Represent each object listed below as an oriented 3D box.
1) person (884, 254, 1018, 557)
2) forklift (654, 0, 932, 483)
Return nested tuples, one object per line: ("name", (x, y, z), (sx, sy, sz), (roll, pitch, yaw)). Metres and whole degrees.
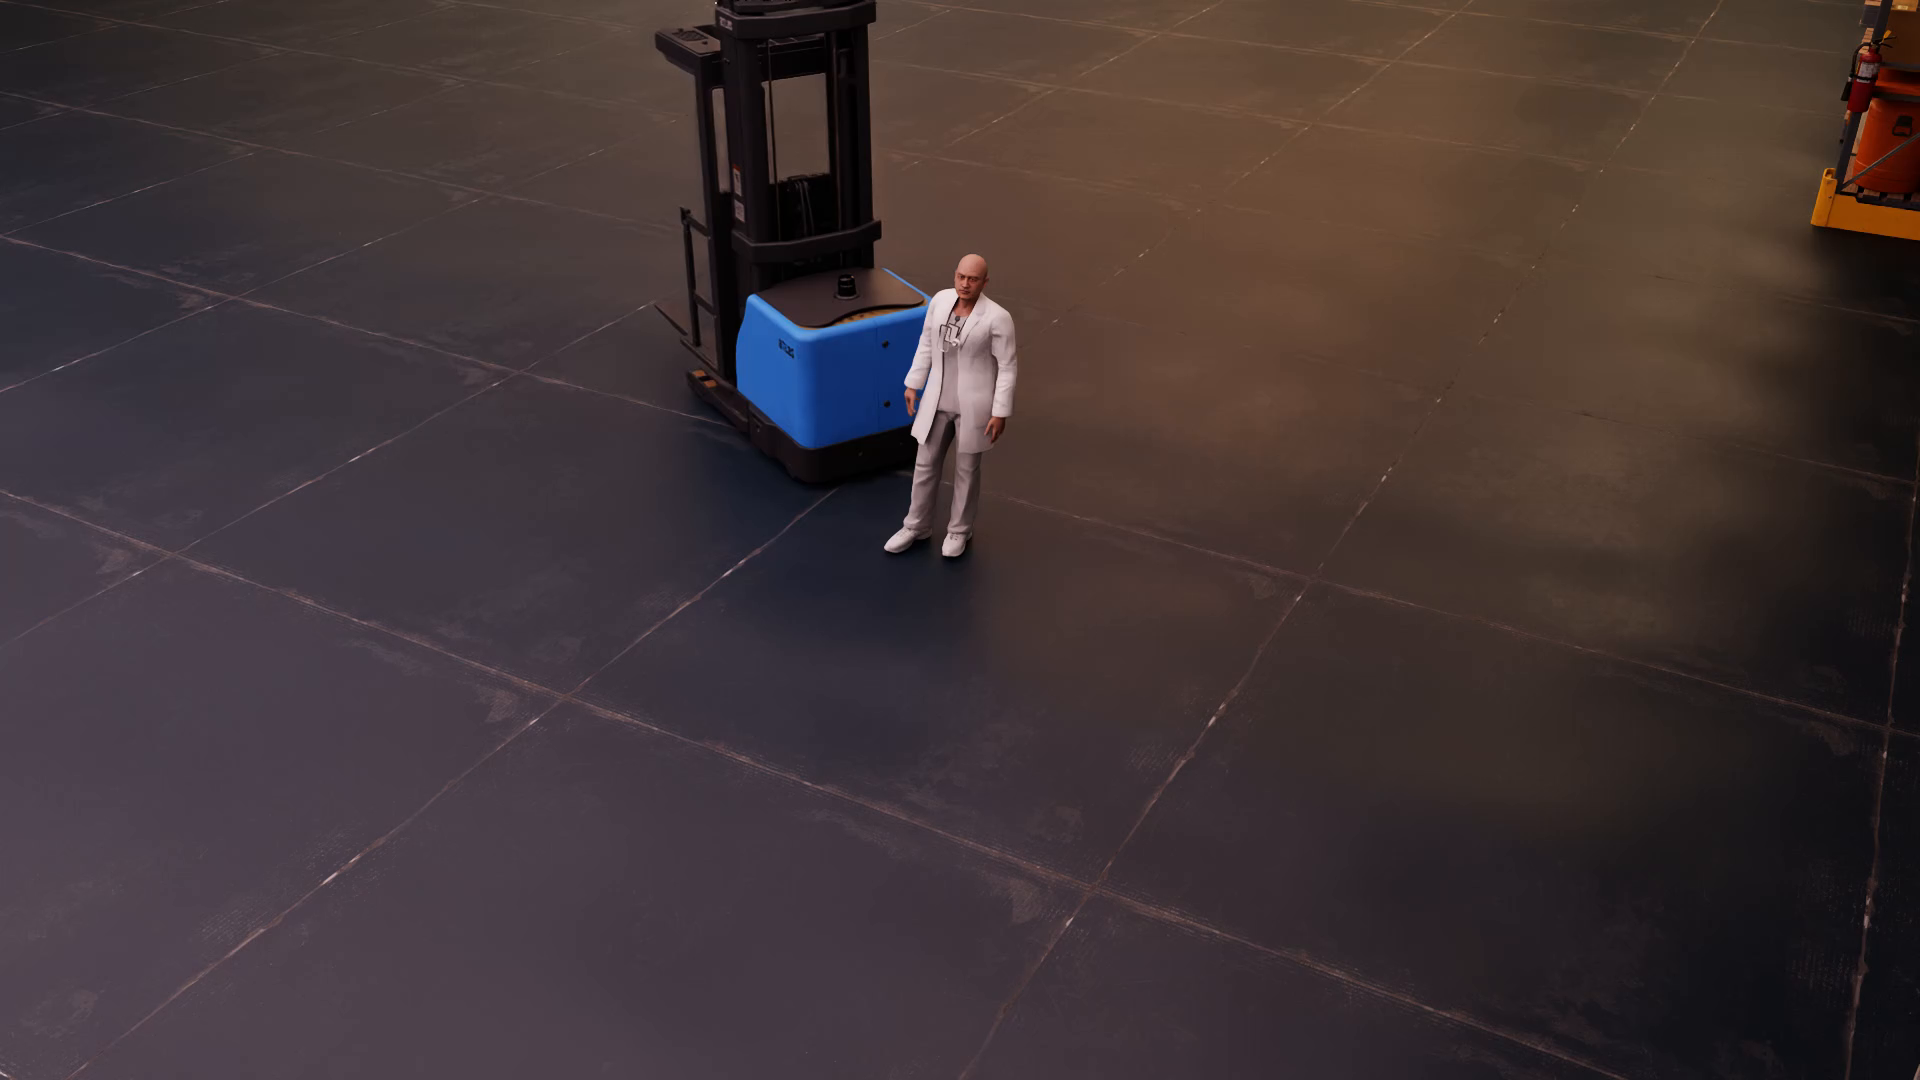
("person", (-0.048, -0.737, 9.489), (0.694, 1.775, 0.581), (15, 33, 25))
("forklift", (-1.279, -2.330, 11.107), (1.130, 2.935, 3.031), (-17, 34, -26))
